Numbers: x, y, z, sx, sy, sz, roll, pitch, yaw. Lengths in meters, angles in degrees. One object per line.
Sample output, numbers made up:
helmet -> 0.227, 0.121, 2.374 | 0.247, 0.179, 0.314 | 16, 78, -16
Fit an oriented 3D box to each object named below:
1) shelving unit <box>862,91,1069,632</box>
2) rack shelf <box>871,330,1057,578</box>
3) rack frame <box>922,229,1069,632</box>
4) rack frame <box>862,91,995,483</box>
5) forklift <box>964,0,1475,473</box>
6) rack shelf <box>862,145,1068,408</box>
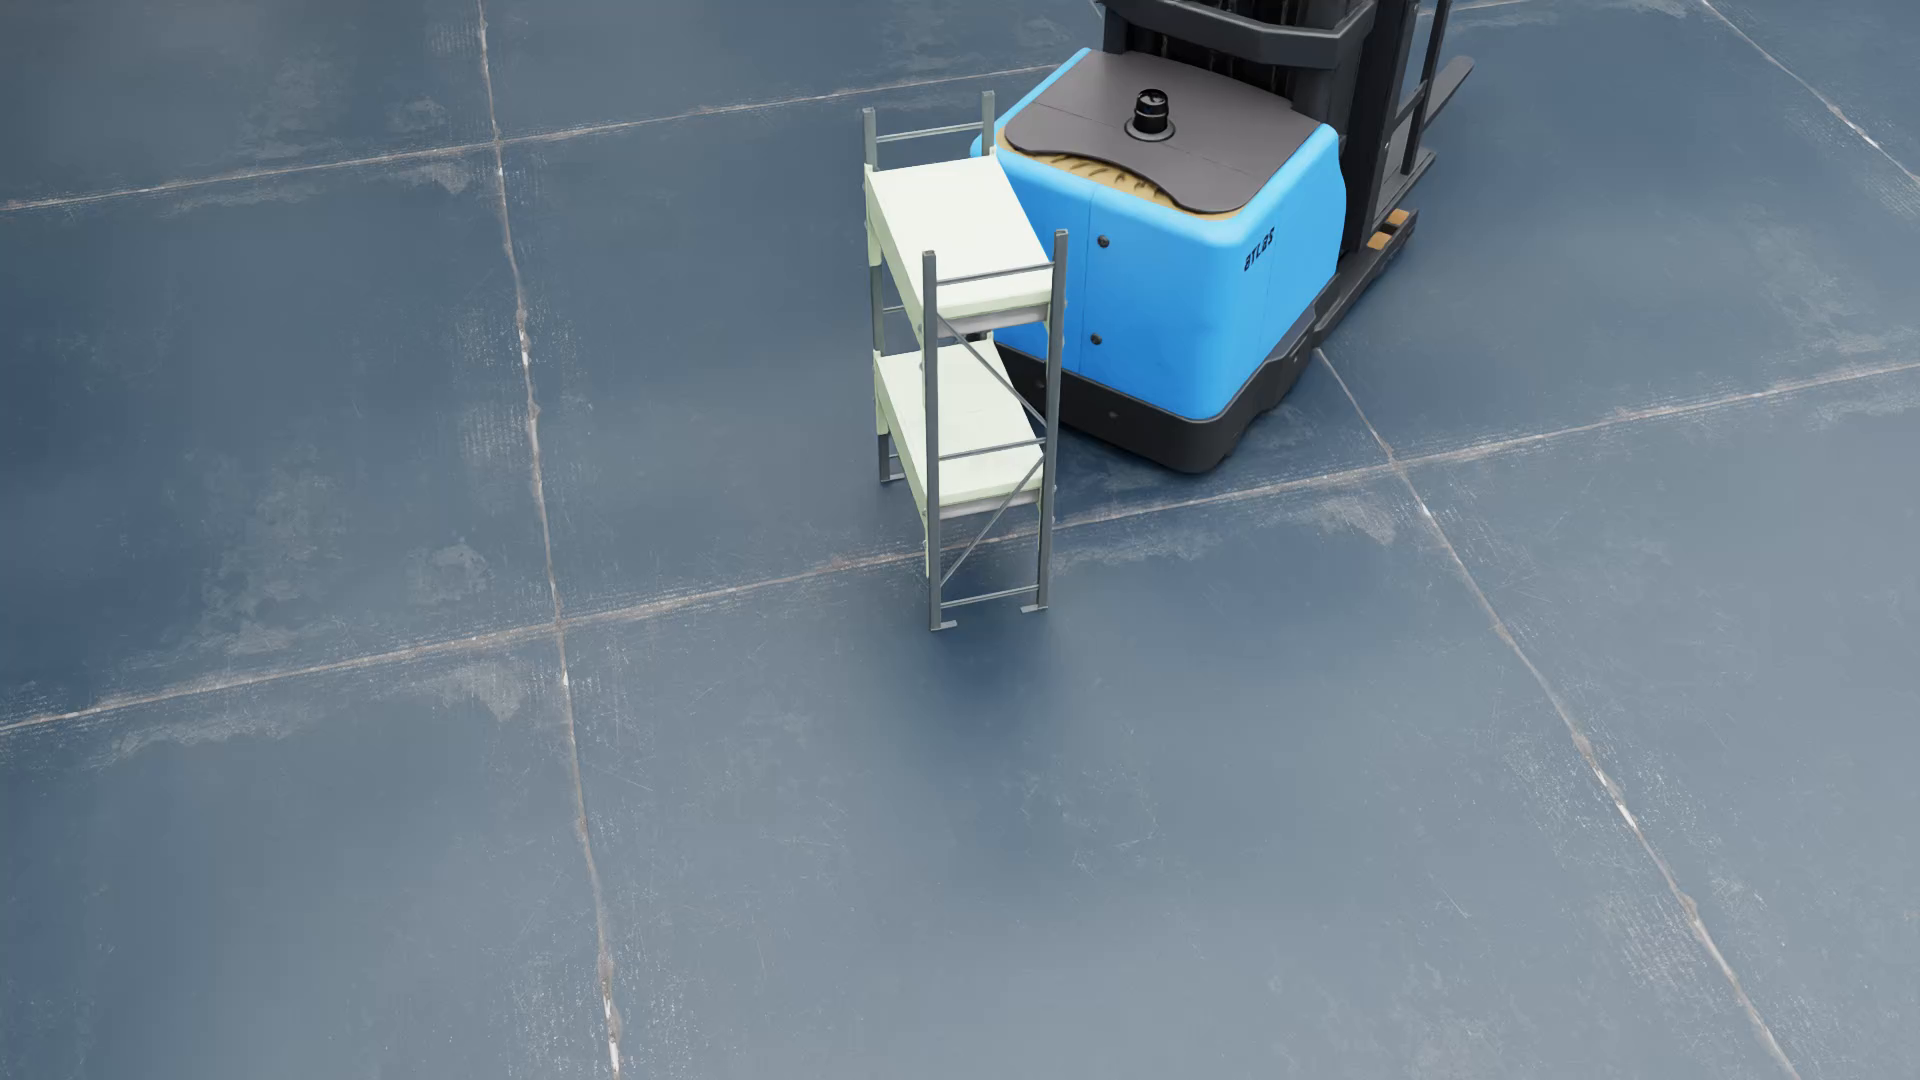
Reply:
shelving unit -> 0.002, -0.520, 5.210 | 0.431, 1.500, 0.755 | -11, 47, -10
rack shelf -> 0.002, -0.292, 5.443 | 0.431, 0.370, 0.720 | -11, 47, -10
rack frame -> 0.095, -0.268, 4.962 | 0.400, 1.500, 0.023 | -11, 47, -10
rack frame -> -0.092, -0.773, 5.457 | 0.400, 1.500, 0.023 | -11, 47, -10
forklift -> 1.242, -2.292, 5.944 | 1.130, 2.935, 3.031 | 25, 51, 22
rack shelf -> 0.002, -0.793, 4.931 | 0.431, 0.370, 0.720 | -11, 47, -10
